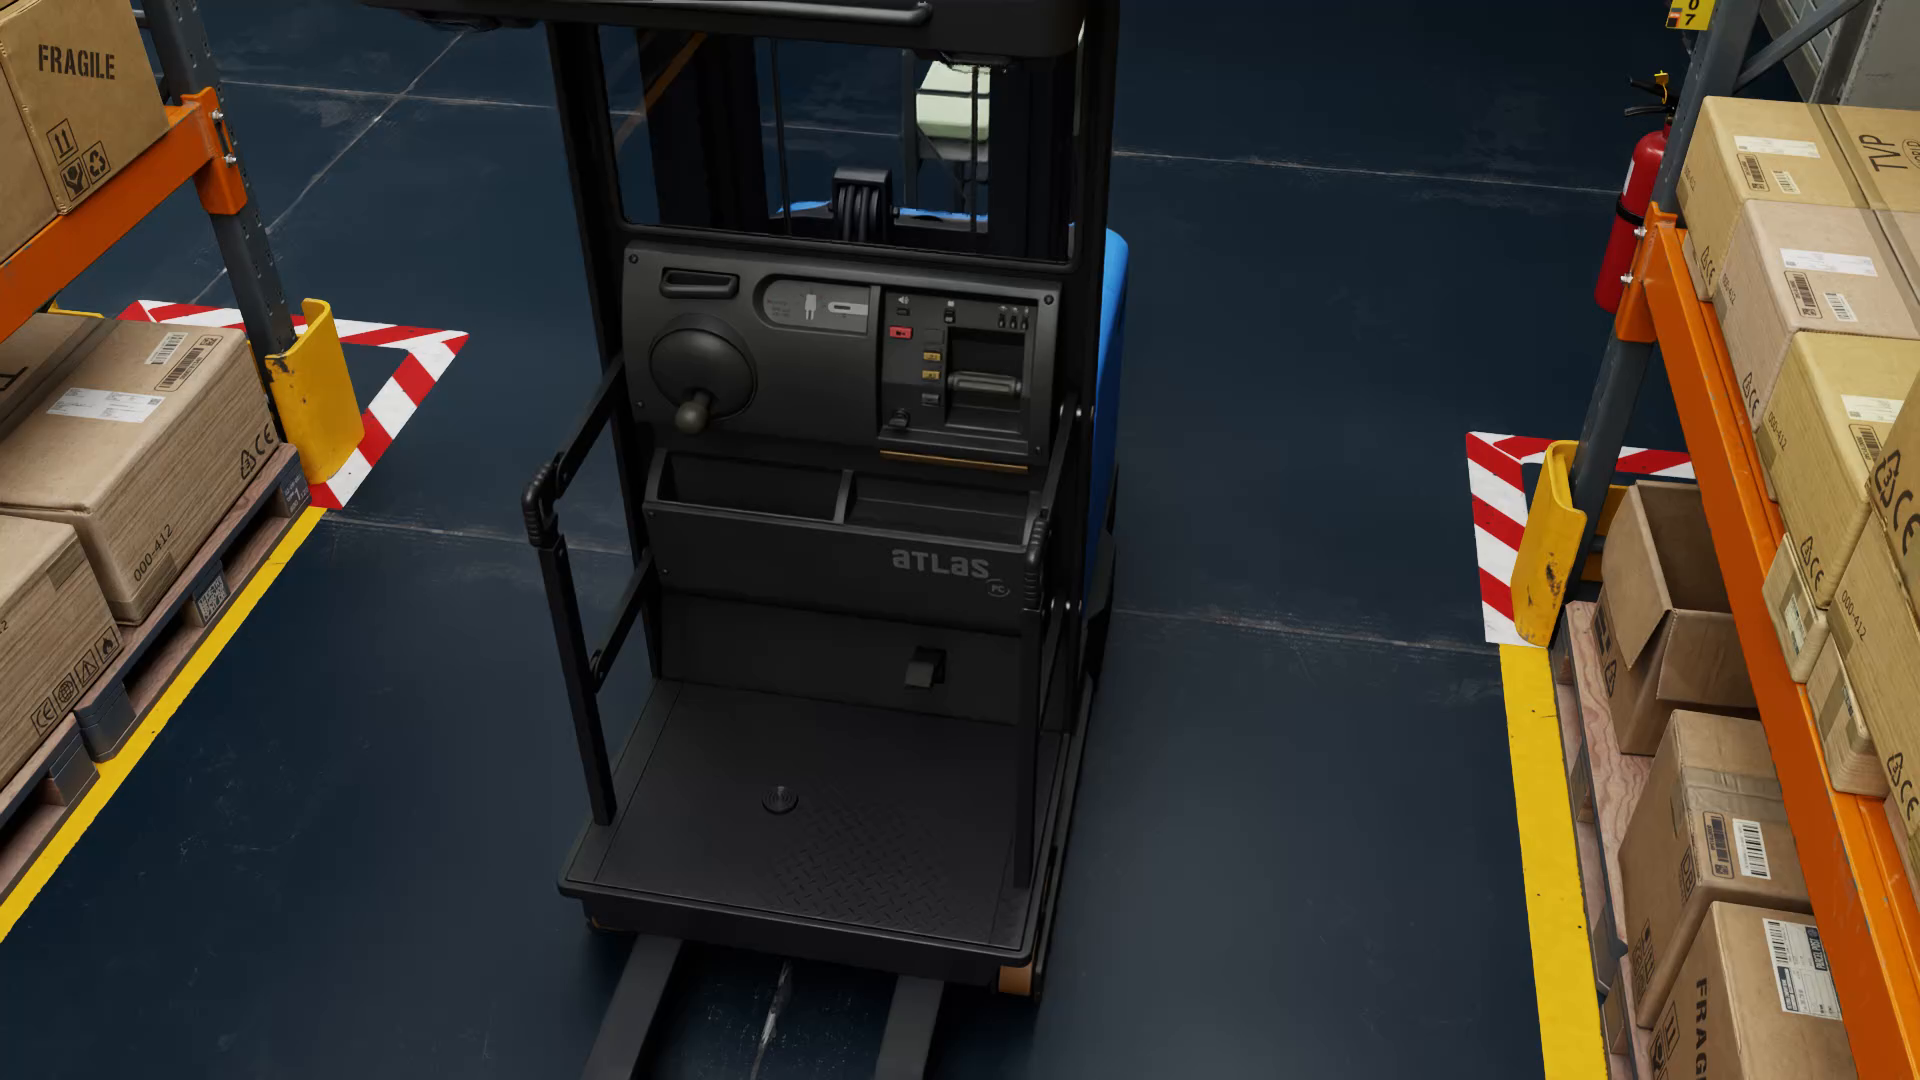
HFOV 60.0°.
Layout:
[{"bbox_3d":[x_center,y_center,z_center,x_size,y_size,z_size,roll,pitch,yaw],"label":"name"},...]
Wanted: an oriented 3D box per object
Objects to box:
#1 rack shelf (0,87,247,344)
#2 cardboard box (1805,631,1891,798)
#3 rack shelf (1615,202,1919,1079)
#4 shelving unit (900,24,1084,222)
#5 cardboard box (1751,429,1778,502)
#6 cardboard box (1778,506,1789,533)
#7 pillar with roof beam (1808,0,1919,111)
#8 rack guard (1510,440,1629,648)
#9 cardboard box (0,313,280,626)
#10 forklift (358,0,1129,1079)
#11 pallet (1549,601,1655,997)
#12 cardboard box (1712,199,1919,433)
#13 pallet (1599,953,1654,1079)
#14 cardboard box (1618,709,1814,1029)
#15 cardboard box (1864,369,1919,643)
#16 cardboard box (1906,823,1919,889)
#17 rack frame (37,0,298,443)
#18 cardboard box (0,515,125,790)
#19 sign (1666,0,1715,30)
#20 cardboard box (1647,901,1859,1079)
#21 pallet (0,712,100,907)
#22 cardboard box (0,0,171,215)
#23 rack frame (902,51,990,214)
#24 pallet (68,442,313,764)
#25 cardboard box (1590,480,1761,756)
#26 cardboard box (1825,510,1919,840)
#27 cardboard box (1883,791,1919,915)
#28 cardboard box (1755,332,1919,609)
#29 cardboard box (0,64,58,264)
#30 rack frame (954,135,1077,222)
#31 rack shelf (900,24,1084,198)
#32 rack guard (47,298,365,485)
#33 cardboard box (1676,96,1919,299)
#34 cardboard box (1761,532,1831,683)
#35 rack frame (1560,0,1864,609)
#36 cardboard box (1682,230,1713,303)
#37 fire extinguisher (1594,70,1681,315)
[{"bbox_3d":[-2.979,0.045,3.406,1.077,0.370,4.000,6,40,8],"label":"rack shelf"},{"bbox_3d":[1.632,0.301,2.729,0.380,0.149,0.250,7,40,9],"label":"cardboard box"},{"bbox_3d":[1.910,0.590,2.746,1.077,0.370,4.000,6,40,8],"label":"rack shelf"},{"bbox_3d":[0.110,-0.944,5.214,0.431,1.500,0.755,7,40,8],"label":"shelving unit"},{"bbox_3d":[1.815,-0.184,3.315,0.380,0.149,0.250,8,40,9],"label":"cardboard box"},{"bbox_3d":[1.775,-0.016,3.113,0.380,0.149,0.250,7,40,8],"label":"cardboard box"},{"bbox_3d":[-0.629,-5.322,4.624,9.100,9.000,0.400,6,40,8],"label":"pillar with roof beam"},{"bbox_3d":[2.243,0.069,4.774,1.175,0.500,0.348,6,40,8],"label":"rack guard"},{"bbox_3d":[-2.649,-0.236,4.863,0.875,0.438,0.875,5,40,6],"label":"cardboard box"},{"bbox_3d":[-0.295,-0.310,3.325,1.130,2.935,3.031,7,40,8],"label":"forklift"},{"bbox_3d":[2.106,0.681,4.261,1.003,0.211,1.213,6,40,8],"label":"pallet"},{"bbox_3d":[1.825,-0.427,3.297,0.500,0.250,0.500,7,40,8],"label":"cardboard box"},{"bbox_3d":[1.893,1.444,3.338,1.003,0.211,1.213,6,40,8],"label":"pallet"},{"bbox_3d":[1.871,0.765,3.603,0.700,0.500,0.500,8,40,9],"label":"cardboard box"},{"bbox_3d":[1.653,-0.091,2.302,0.500,0.500,0.500,7,40,9],"label":"cardboard box"},{"bbox_3d":[1.583,0.537,2.130,0.500,0.250,0.500,6,40,7],"label":"cardboard box"},{"bbox_3d":[-2.633,-1.487,4.694,1.000,3.000,0.127,6,40,8],"label":"rack frame"},{"bbox_3d":[-2.799,0.339,4.167,0.875,0.438,0.875,7,40,9],"label":"cardboard box"},{"bbox_3d":[1.722,-1.335,3.832,0.100,0.325,0.005,6,40,8],"label":"sign"},{"bbox_3d":[1.681,1.086,3.215,0.500,0.500,0.500,7,40,8],"label":"cardboard box"},{"bbox_3d":[-2.908,0.862,4.042,1.003,0.211,1.213,6,40,8],"label":"pallet"},{"bbox_3d":[-2.456,-1.194,4.261,0.500,0.500,0.500,7,40,8],"label":"cardboard box"},{"bbox_3d":[0.042,-0.715,4.937,0.400,1.500,0.023,7,40,8],"label":"rack frame"},{"bbox_3d":[-2.694,0.098,4.966,1.003,0.211,1.213,6,40,8],"label":"pallet"},{"bbox_3d":[2.057,0.232,4.245,0.797,0.503,0.637,5,40,6],"label":"cardboard box"},{"bbox_3d":[1.673,0.214,2.521,0.500,0.250,0.500,5,40,7],"label":"cardboard box"},{"bbox_3d":[1.655,0.471,2.524,0.380,0.149,0.250,6,40,8],"label":"cardboard box"},{"bbox_3d":[1.741,-0.109,2.912,0.500,0.250,0.500,6,40,7],"label":"cardboard box"},{"bbox_3d":[-2.558,-0.880,3.882,0.500,0.500,0.500,6,40,7],"label":"cardboard box"},{"bbox_3d":[0.178,-1.173,5.492,0.400,1.500,0.023,7,40,8],"label":"rack frame"},{"bbox_3d":[0.110,-1.244,4.966,0.431,0.370,0.720,7,40,8],"label":"rack shelf"},{"bbox_3d":[-2.629,-0.539,5.509,1.175,0.500,0.348,6,40,8],"label":"rack guard"},{"bbox_3d":[1.912,-0.744,3.680,0.500,0.250,0.500,7,40,8],"label":"cardboard box"},{"bbox_3d":[1.657,0.134,2.931,0.380,0.149,0.250,5,40,6],"label":"cardboard box"},{"bbox_3d":[2.256,-0.942,4.035,1.000,3.000,0.127,6,40,8],"label":"rack frame"},{"bbox_3d":[1.929,-0.669,3.902,0.380,0.149,0.250,6,40,7],"label":"cardboard box"},{"bbox_3d":[1.827,-0.912,4.352,0.296,0.674,0.183,6,40,8],"label":"fire extinguisher"}]
